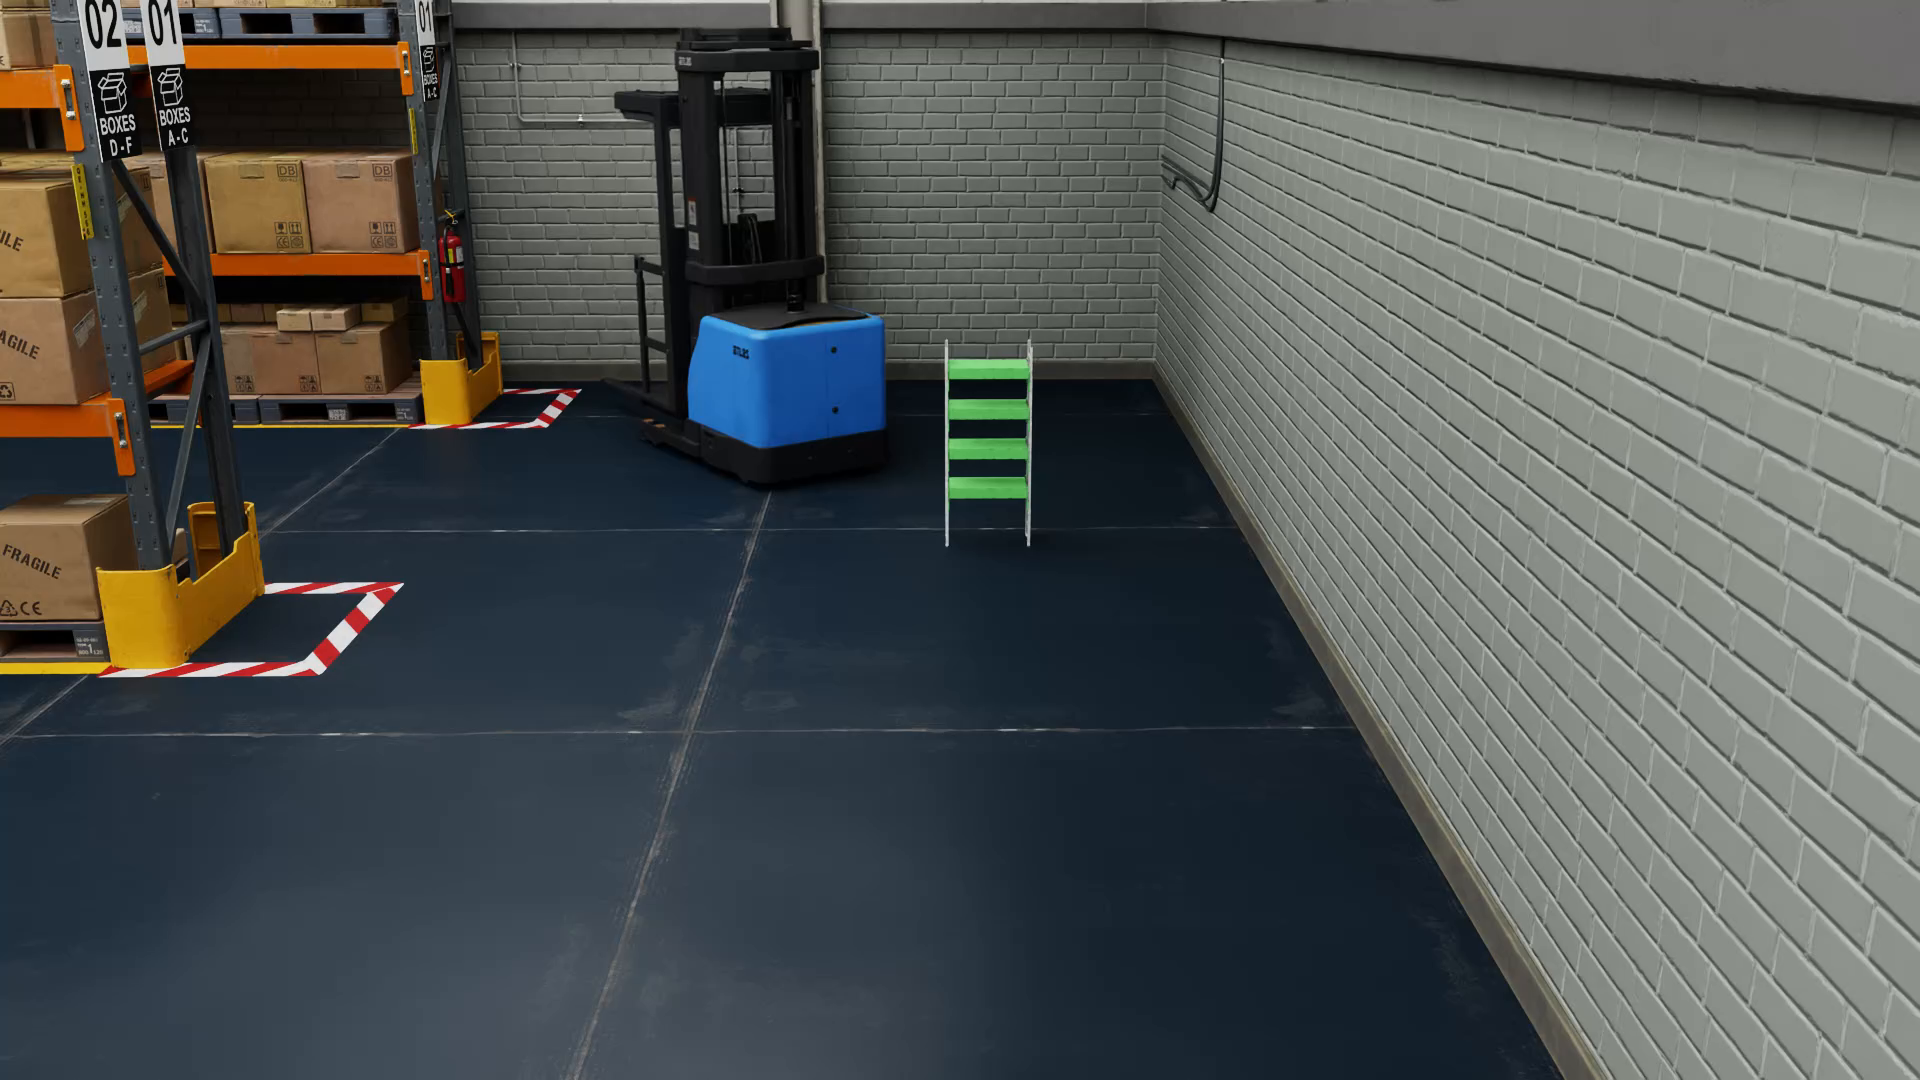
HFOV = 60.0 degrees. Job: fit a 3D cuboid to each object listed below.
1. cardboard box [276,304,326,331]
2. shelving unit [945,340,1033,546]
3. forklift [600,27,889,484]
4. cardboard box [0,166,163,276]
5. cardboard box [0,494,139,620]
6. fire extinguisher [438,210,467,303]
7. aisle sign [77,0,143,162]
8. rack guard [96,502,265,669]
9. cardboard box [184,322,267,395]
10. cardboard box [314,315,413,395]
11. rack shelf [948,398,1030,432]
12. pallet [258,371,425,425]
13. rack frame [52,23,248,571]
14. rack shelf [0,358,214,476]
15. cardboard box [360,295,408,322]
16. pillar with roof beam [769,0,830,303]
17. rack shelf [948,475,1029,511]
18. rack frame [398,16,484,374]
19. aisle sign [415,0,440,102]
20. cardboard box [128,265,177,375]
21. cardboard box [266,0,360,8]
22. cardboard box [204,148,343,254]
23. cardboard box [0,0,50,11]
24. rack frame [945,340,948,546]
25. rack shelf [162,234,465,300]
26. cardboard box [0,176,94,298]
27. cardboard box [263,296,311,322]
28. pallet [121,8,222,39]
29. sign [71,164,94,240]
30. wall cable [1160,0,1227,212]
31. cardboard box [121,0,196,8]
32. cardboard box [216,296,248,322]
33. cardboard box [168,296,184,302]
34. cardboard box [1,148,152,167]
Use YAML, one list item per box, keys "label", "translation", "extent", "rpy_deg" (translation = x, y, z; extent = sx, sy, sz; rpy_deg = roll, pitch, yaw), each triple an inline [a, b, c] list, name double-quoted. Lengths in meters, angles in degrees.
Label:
- label: "cardboard box"
  translation: [-5.074, -1.720, 12.842]
  extent: [0.250, 0.149, 0.380]
  rpy_deg: [0, 18, 1]
- label: "shelving unit"
  translation: [0.166, -0.572, 9.867]
  extent: [0.503, 1.200, 0.258]
  rpy_deg: [0, 18, -1]
- label: "forklift"
  translation: [-1.749, -2.157, 11.974]
  extent: [1.130, 2.935, 3.031]
  rpy_deg: [-12, 21, -33]
- label: "cardboard box"
  translation: [-4.360, -1.582, 8.269]
  extent: [0.500, 0.500, 0.500]
  rpy_deg: [0, 18, 1]
- label: "cardboard box"
  translation: [-4.452, 0.078, 8.264]
  extent: [0.500, 0.500, 0.500]
  rpy_deg: [0, 18, -1]
- label: "fire extinguisher"
  translation: [-3.836, -2.139, 12.540]
  extent: [0.183, 0.674, 0.296]
  rpy_deg: [0, 18, -1]
- label: "aisle sign"
  translation: [-3.839, -2.125, 7.505]
  extent: [0.004, 0.787, 0.394]
  rpy_deg: [0, 18, -1]
- label: "rack guard"
  translation: [-3.988, 0.210, 8.573]
  extent: [0.348, 0.500, 1.175]
  rpy_deg: [0, 18, -1]
- label: "cardboard box"
  translation: [-5.696, -1.464, 13.105]
  extent: [0.500, 0.500, 0.700]
  rpy_deg: [-1, 18, -3]
- label: "cardboard box"
  translation: [-4.693, -1.469, 13.121]
  extent: [0.500, 0.500, 0.700]
  rpy_deg: [0, 18, -1]
- label: "rack shelf"
  translation: [0.166, -0.740, 9.813]
  extent: [0.480, 0.148, 0.258]
  rpy_deg: [0, 18, -1]
- label: "pallet"
  translation: [-4.793, -1.138, 13.248]
  extent: [1.213, 0.211, 1.003]
  rpy_deg: [0, 18, -1]
- label: "rack frame"
  translation: [-3.912, -0.980, 8.192]
  extent: [0.127, 3.000, 1.000]
  rpy_deg: [0, 18, -1]
- label: "rack shelf"
  translation: [-5.912, -0.628, 8.272]
  extent: [4.000, 0.370, 1.077]
  rpy_deg: [0, 18, -1]
- label: "cardboard box"
  translation: [-4.571, -1.839, 13.214]
  extent: [0.250, 0.149, 0.380]
  rpy_deg: [0, 18, 0]
- label: "pillar with roof beam"
  translation: [-1.240, -4.312, 8.758]
  extent: [0.400, 9.000, 9.100]
  rpy_deg: [0, 18, -1]
- label: "rack shelf"
  translation: [0.166, -0.283, 9.960]
  extent: [0.480, 0.148, 0.258]
  rpy_deg: [0, 18, -1]
- label: "rack frame"
  translation: [-3.994, -2.493, 12.909]
  extent: [0.127, 3.000, 1.000]
  rpy_deg: [0, 18, -1]
- label: "aisle sign"
  translation: [-3.918, -3.640, 12.227]
  extent: [0.004, 0.787, 0.394]
  rpy_deg: [0, 18, -1]
- label: "cardboard box"
  translation: [-4.360, -1.106, 8.422]
  extent: [0.500, 0.500, 0.500]
  rpy_deg: [0, 18, 0]
- label: "cardboard box"
  translation: [-4.722, -4.013, 12.130]
  extent: [0.500, 0.250, 0.500]
  rpy_deg: [0, 18, 1]
- label: "cardboard box"
  translation: [-5.231, -2.624, 12.824]
  extent: [0.700, 0.700, 0.980]
  rpy_deg: [0, 18, -1]
- label: "cardboard box"
  translation: [-4.422, -2.495, 7.430]
  extent: [0.500, 0.250, 0.500]
  rpy_deg: [0, 18, -1]
- label: "rack frame"
  translation: [-0.078, -0.571, 9.863]
  extent: [0.015, 1.200, 0.240]
  rpy_deg: [0, 18, -1]
- label: "rack shelf"
  translation: [-5.994, -2.141, 12.989]
  extent: [4.000, 0.370, 1.077]
  rpy_deg: [0, 18, -1]
- label: "cardboard box"
  translation: [-4.353, -1.418, 7.756]
  extent: [0.500, 0.500, 0.500]
  rpy_deg: [0, 18, -1]
- label: "cardboard box"
  translation: [-5.328, -1.836, 13.202]
  extent: [0.250, 0.149, 0.380]
  rpy_deg: [0, 18, 0]
- label: "pallet"
  translation: [-5.959, -3.866, 12.422]
  extent: [1.213, 0.211, 1.003]
  rpy_deg: [0, 18, -1]
- label: "sign"
  translation: [-3.924, -1.512, 7.439]
  extent: [0.005, 0.325, 0.100]
  rpy_deg: [0, 18, -1]
- label: "wall cable"
  translation: [1.667, -3.789, 12.211]
  extent: [0.112, 2.526, 3.097]
  rpy_deg: [0, 18, -1]
- label: "cardboard box"
  translation: [-5.763, -4.006, 12.109]
  extent: [0.500, 0.250, 0.500]
  rpy_deg: [-1, 18, -3]
- label: "cardboard box"
  translation: [-5.838, -1.833, 13.193]
  extent: [0.250, 0.149, 0.380]
  rpy_deg: [0, 18, 0]
- label: "cardboard box"
  translation: [-6.350, -1.830, 13.185]
  extent: [0.250, 0.149, 0.380]
  rpy_deg: [0, 18, 0]
- label: "cardboard box"
  translation: [-6.721, -2.616, 12.801]
  extent: [0.700, 0.700, 0.980]
  rpy_deg: [-1, 18, -2]
